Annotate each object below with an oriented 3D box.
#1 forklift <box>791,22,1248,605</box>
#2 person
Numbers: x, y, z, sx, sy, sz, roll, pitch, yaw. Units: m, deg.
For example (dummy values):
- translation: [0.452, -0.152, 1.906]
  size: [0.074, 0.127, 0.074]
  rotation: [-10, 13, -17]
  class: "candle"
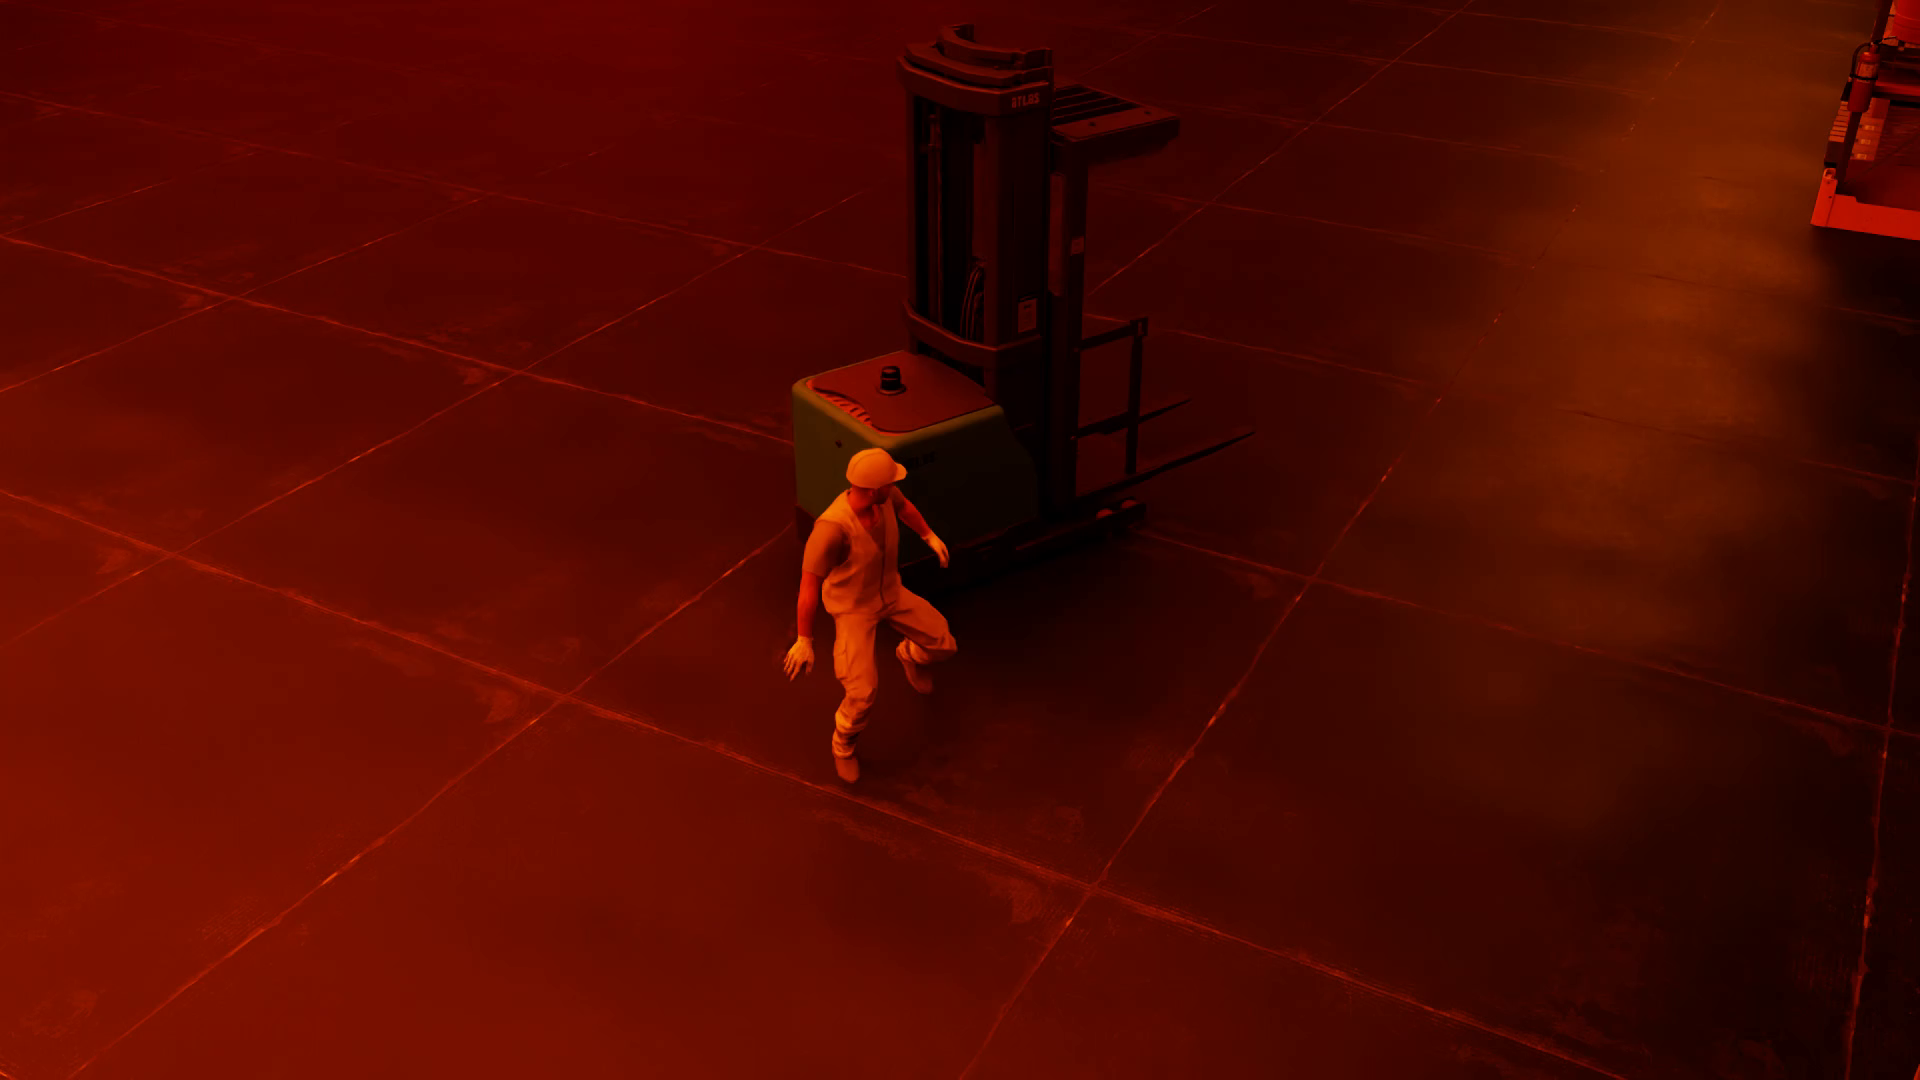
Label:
- translation: [0.498, -1.493, 9.658]
  size: [3.031, 2.935, 1.130]
  rotation: [-22, 37, -33]
  class: "forklift"
- translation: [-0.415, 0.317, 7.835]
  size: [1.016, 1.658, 0.515]
  rotation: [-24, 37, -35]
  class: "person"
